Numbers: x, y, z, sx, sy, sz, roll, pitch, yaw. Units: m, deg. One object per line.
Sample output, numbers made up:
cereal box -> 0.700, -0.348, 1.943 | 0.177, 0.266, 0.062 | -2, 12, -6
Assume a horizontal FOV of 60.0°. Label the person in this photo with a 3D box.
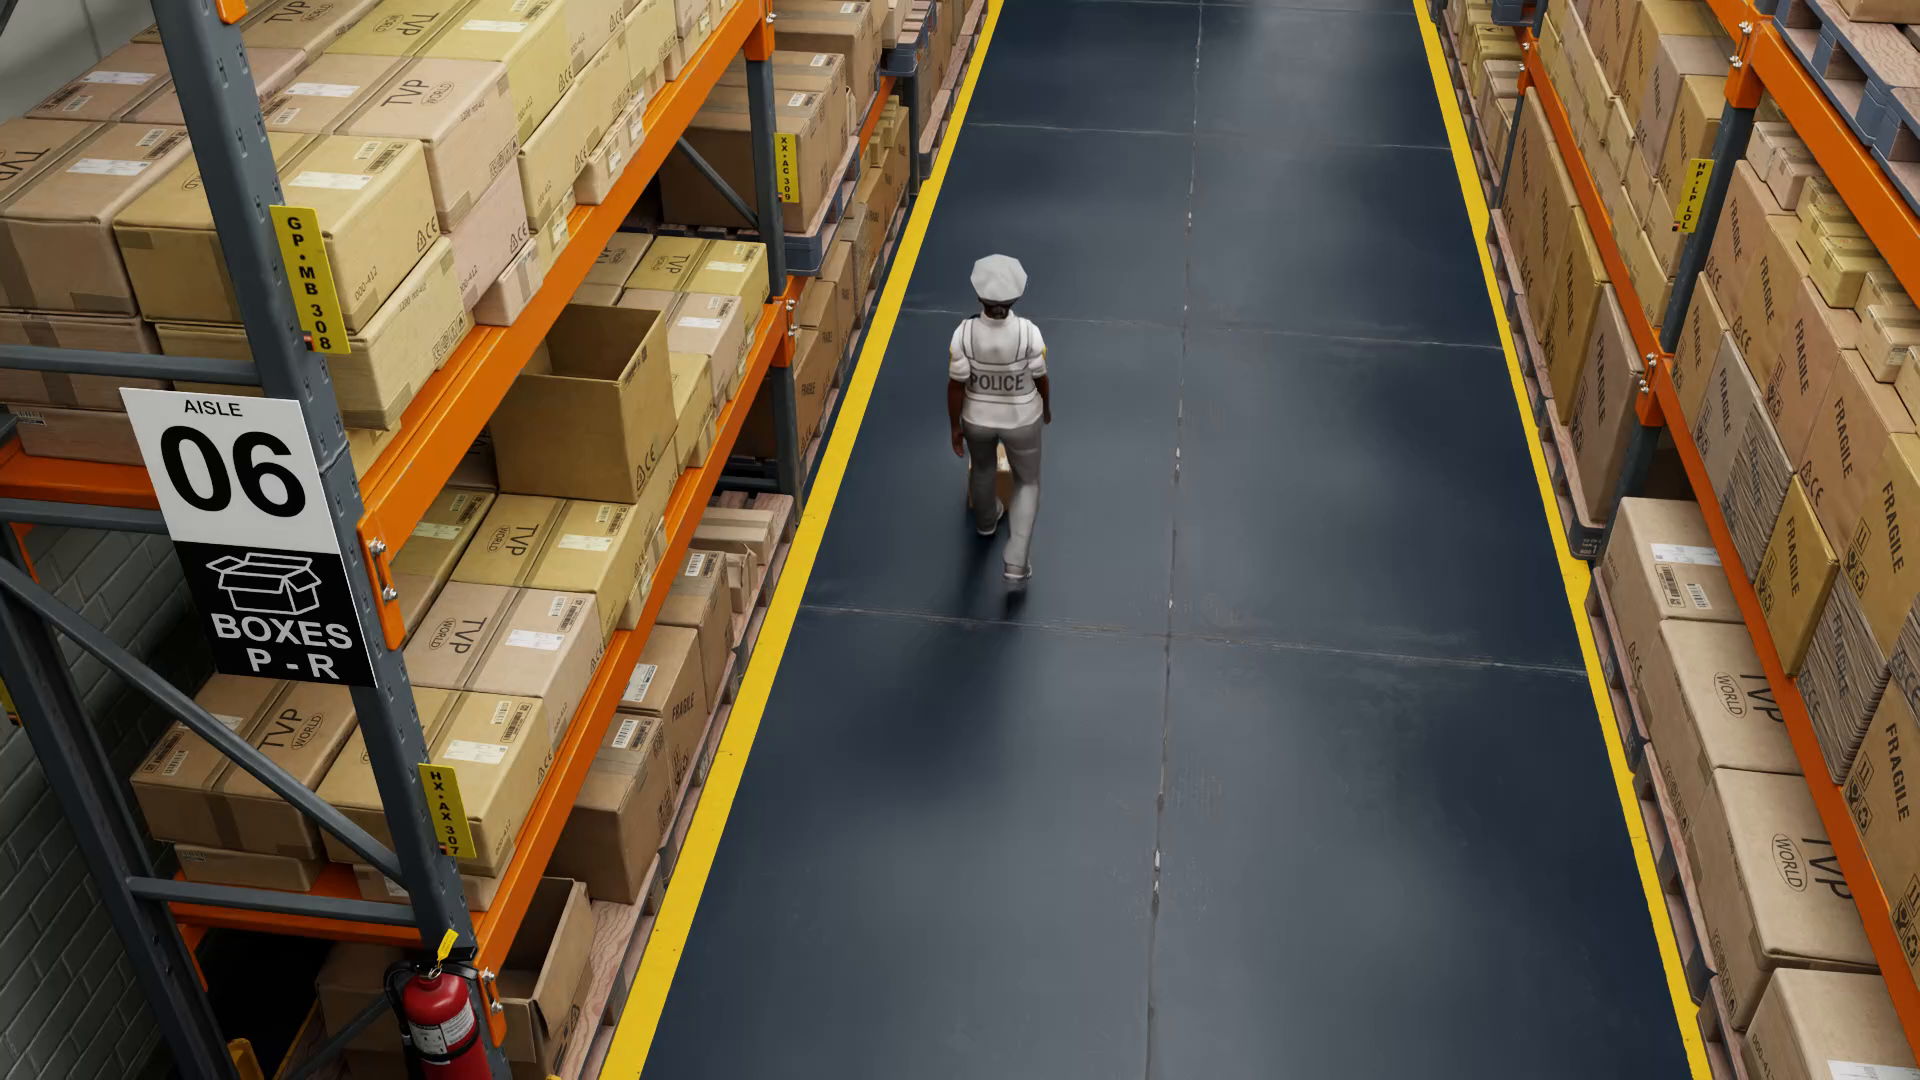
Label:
person -> 0.188, -0.599, 7.817 | 0.458, 1.659, 0.842 | 6, 37, 9
